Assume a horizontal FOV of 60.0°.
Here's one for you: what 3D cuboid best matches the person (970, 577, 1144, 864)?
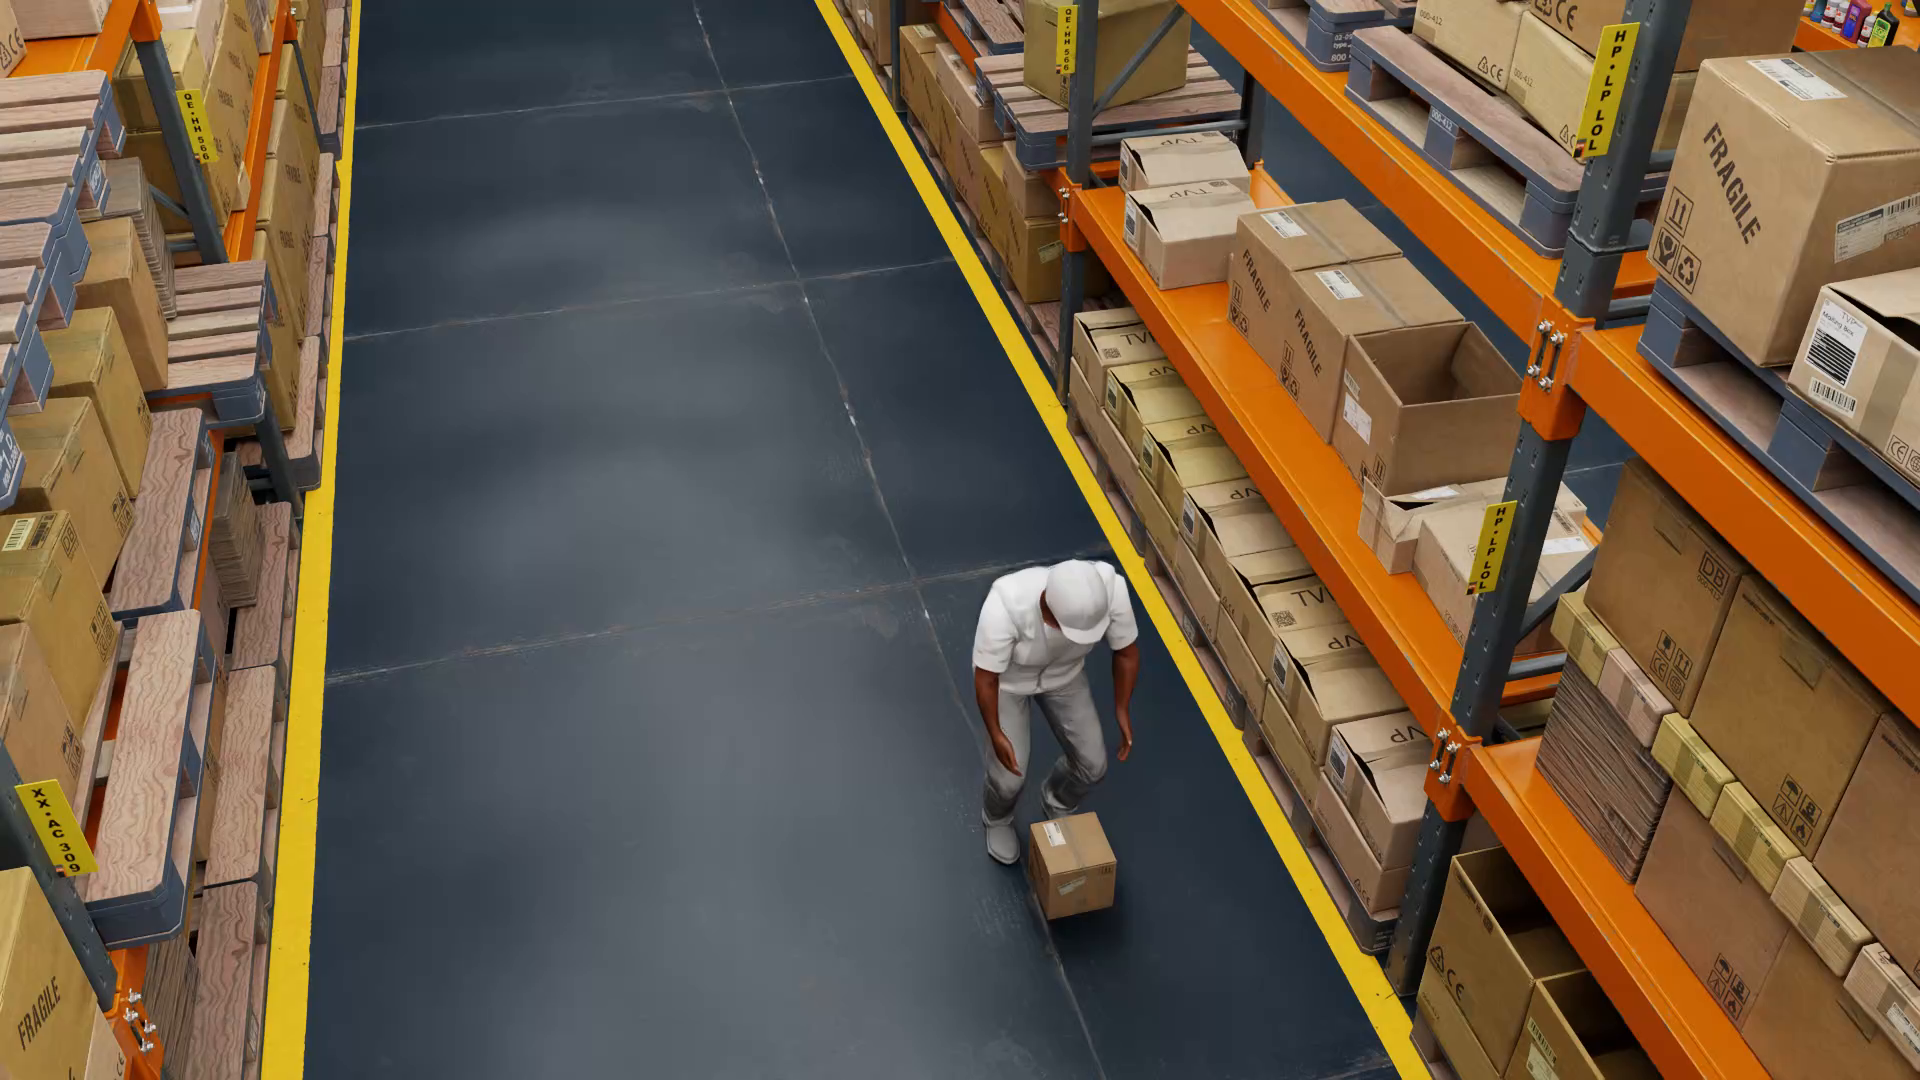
[{"bbox_3d":[0.342,0.610,6.161,0.630,1.462,0.727,-9,39,-12],"label":"person"}]
